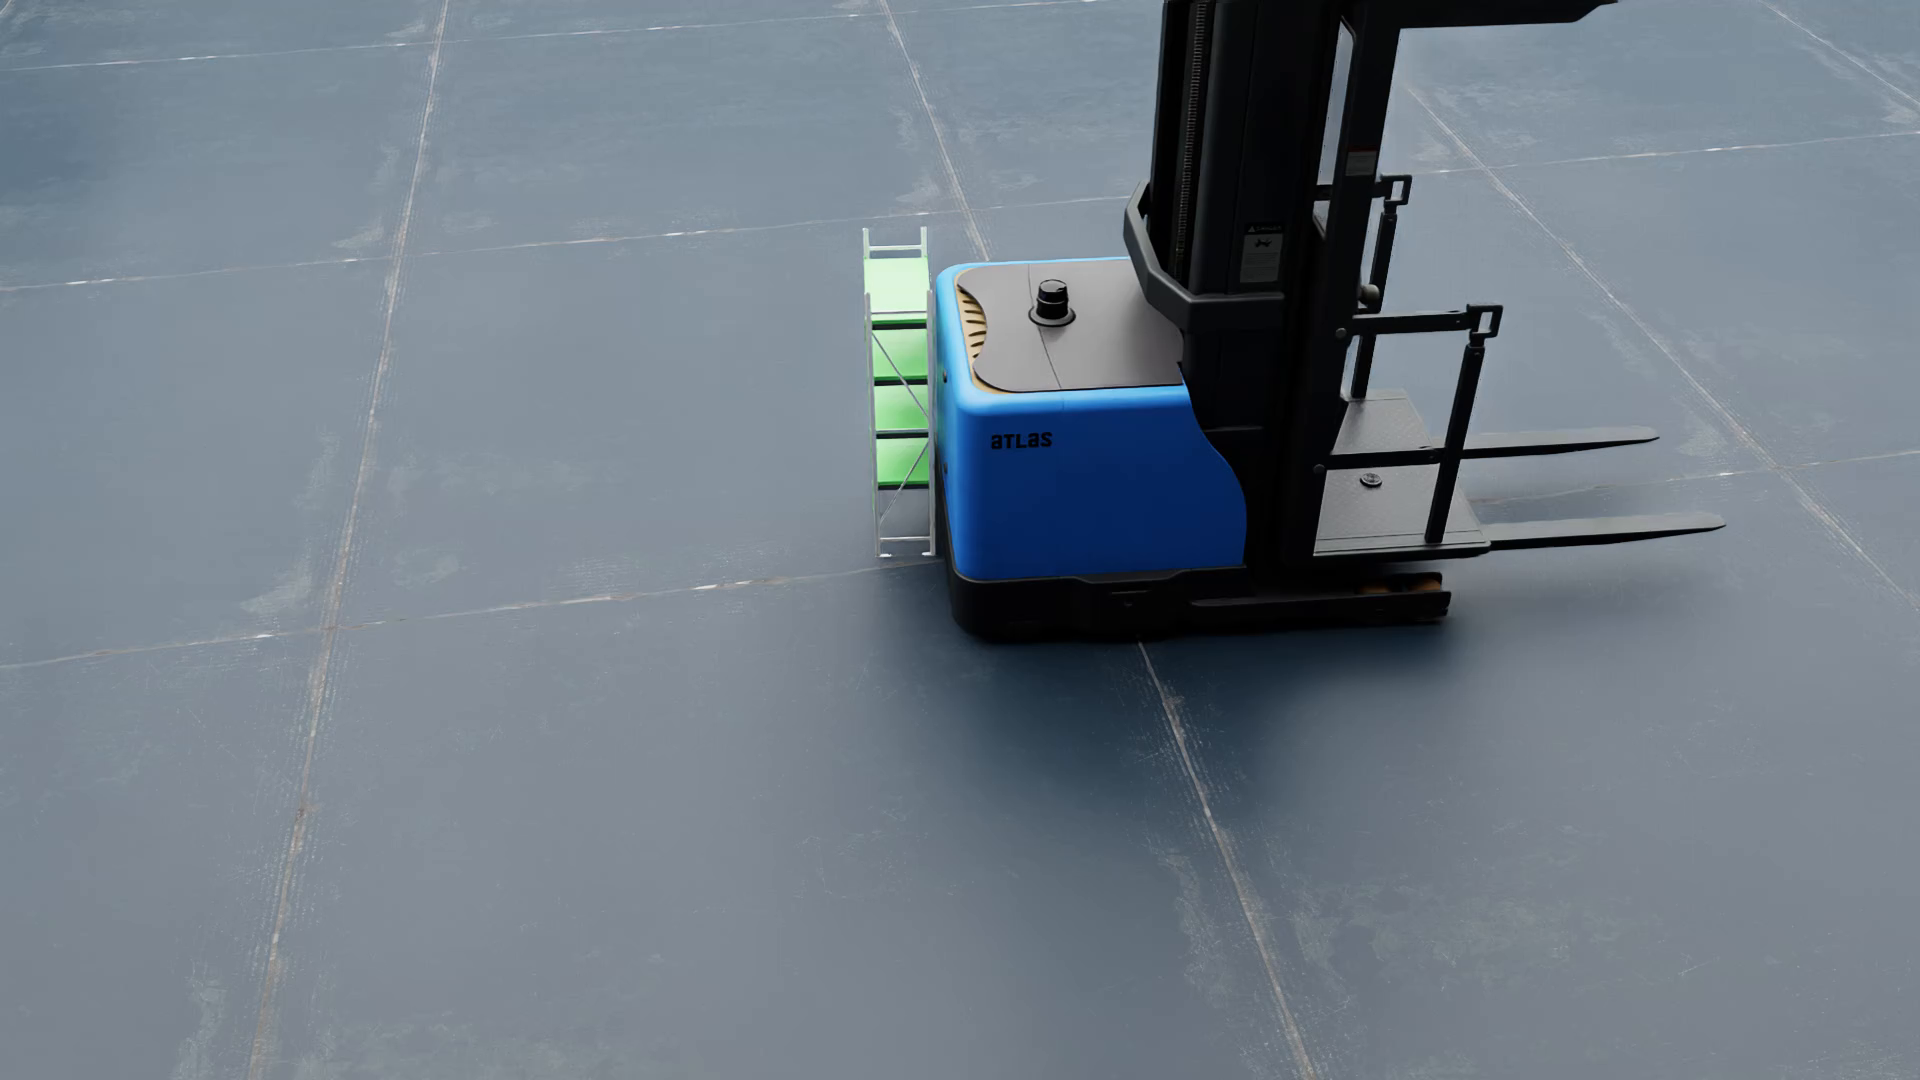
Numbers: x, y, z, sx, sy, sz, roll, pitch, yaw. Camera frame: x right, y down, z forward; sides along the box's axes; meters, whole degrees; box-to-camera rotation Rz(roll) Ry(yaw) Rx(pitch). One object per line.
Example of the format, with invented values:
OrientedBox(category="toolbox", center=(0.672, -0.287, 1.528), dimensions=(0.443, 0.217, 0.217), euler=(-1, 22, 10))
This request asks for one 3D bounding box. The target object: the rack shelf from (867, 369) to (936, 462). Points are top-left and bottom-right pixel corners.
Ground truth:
OrientedBox(category="rack shelf", center=(-0.233, -0.510, 6.532), dimensions=(0.258, 0.148, 0.480), euler=(-2, 38, -3))

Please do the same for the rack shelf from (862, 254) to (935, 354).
OrientedBox(category="rack shelf", center=(-0.234, -0.889, 6.237), dimensions=(0.258, 0.148, 0.480), euler=(-2, 38, -3))

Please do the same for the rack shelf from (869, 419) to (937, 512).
OrientedBox(category="rack shelf", center=(-0.233, -0.320, 6.679), dimensions=(0.258, 0.148, 0.480), euler=(-2, 38, -3))

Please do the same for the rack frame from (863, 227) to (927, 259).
OrientedBox(category="rack frame", center=(-0.247, -0.710, 6.685), dimensions=(0.240, 1.200, 0.015), euler=(-2, 38, -3))

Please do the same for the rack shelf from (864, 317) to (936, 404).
OrientedBox(category="rack shelf", center=(-0.233, -0.699, 6.385), dimensions=(0.258, 0.148, 0.480), euler=(-2, 38, -3))

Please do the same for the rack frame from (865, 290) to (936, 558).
OrientedBox(category="rack frame", center=(-0.219, -0.411, 6.300), dimensions=(0.240, 1.200, 0.015), euler=(-2, 38, -3))

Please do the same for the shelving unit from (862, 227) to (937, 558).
OrientedBox(category="shelving unit", center=(-0.233, -0.560, 6.493), dimensions=(0.258, 1.200, 0.503), euler=(-2, 38, -3))

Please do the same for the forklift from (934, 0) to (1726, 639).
OrientedBox(category="forklift", center=(1.442, -1.157, 5.850), dimensions=(3.031, 2.935, 1.130), euler=(-3, 38, -4))
